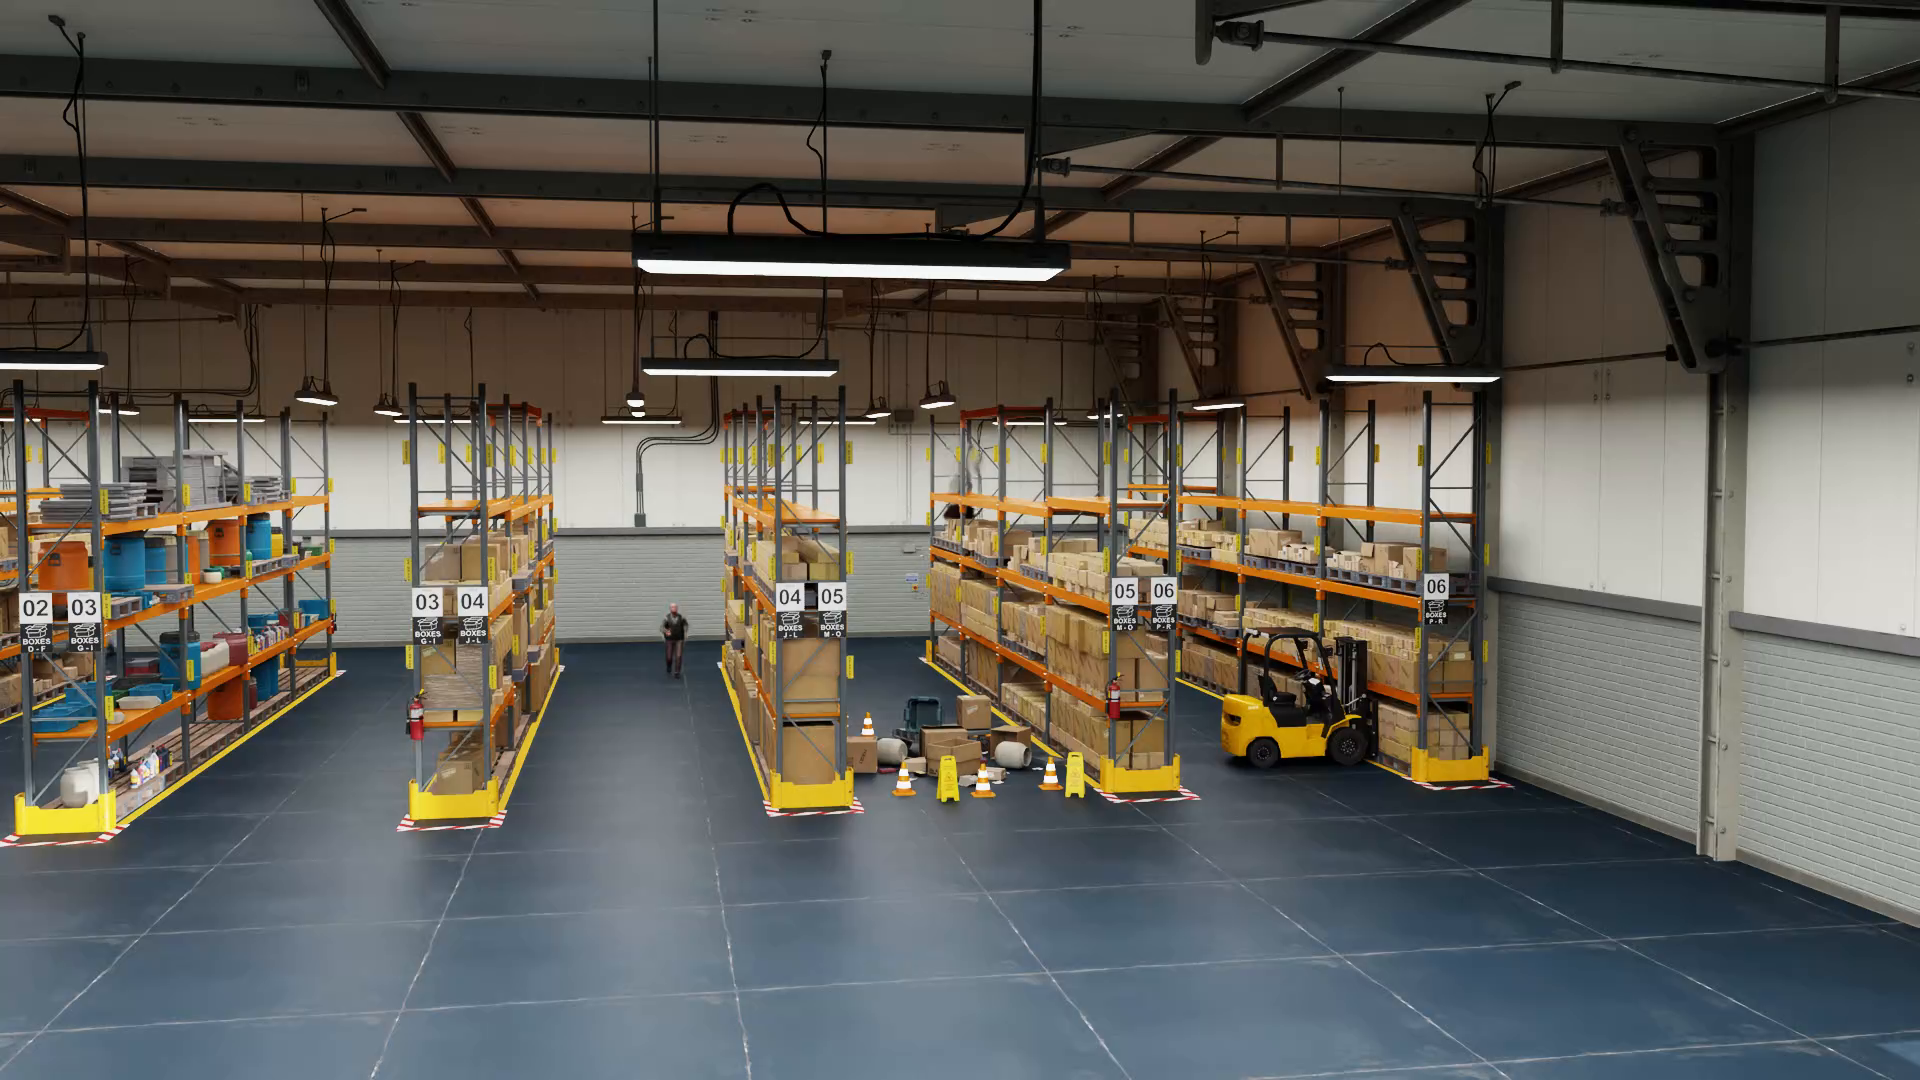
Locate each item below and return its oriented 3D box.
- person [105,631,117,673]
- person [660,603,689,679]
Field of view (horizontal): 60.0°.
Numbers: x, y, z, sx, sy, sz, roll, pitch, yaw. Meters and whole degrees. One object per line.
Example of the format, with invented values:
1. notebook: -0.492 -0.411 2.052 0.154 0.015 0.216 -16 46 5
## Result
1. person: -19.557 2.302 38.082 0.529 1.535 0.525 1 3 12
2. person: -6.420 2.265 37.446 0.669 1.684 0.760 -1 3 -15
